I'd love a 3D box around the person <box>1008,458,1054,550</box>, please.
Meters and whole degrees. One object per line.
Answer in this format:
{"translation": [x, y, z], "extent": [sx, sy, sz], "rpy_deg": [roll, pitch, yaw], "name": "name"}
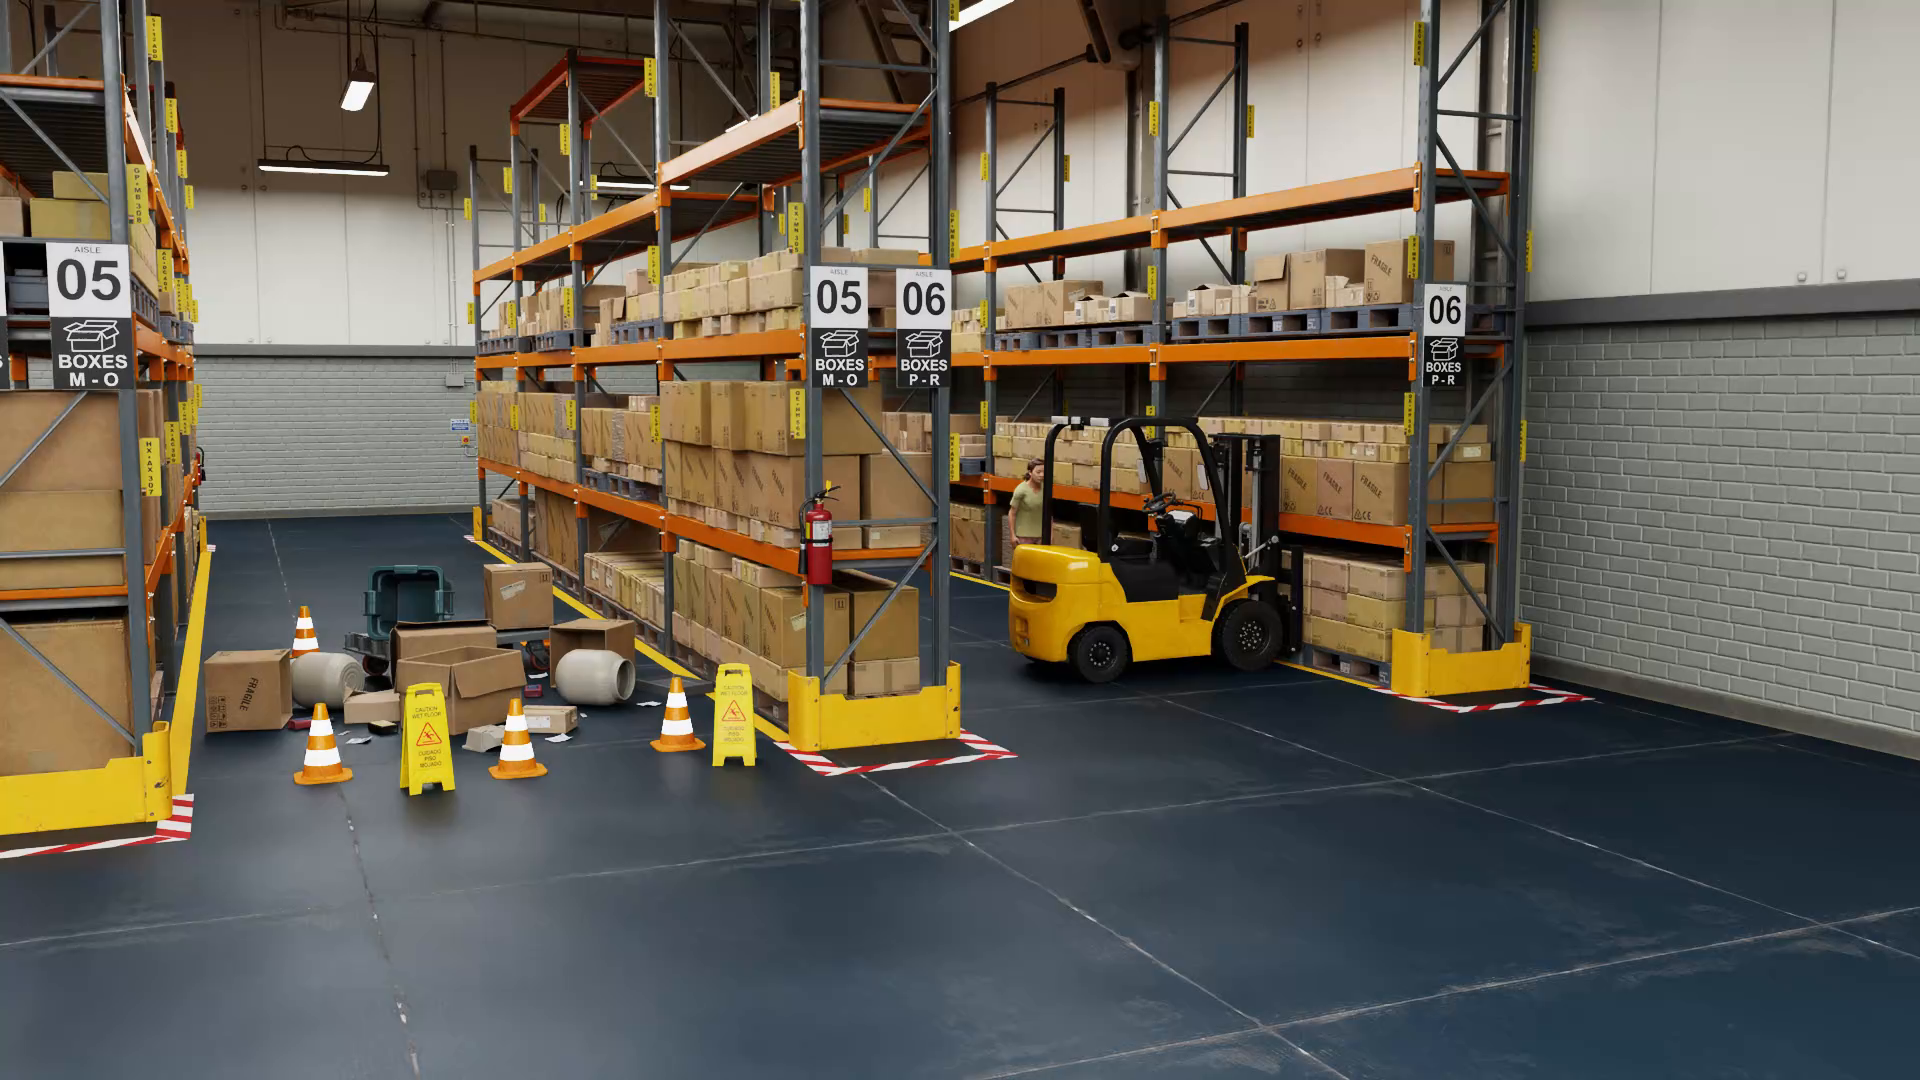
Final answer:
{"translation": [0.745, -0.010, 17.073], "extent": [0.505, 1.672, 0.352], "rpy_deg": [-3, 6, -25], "name": "person"}
